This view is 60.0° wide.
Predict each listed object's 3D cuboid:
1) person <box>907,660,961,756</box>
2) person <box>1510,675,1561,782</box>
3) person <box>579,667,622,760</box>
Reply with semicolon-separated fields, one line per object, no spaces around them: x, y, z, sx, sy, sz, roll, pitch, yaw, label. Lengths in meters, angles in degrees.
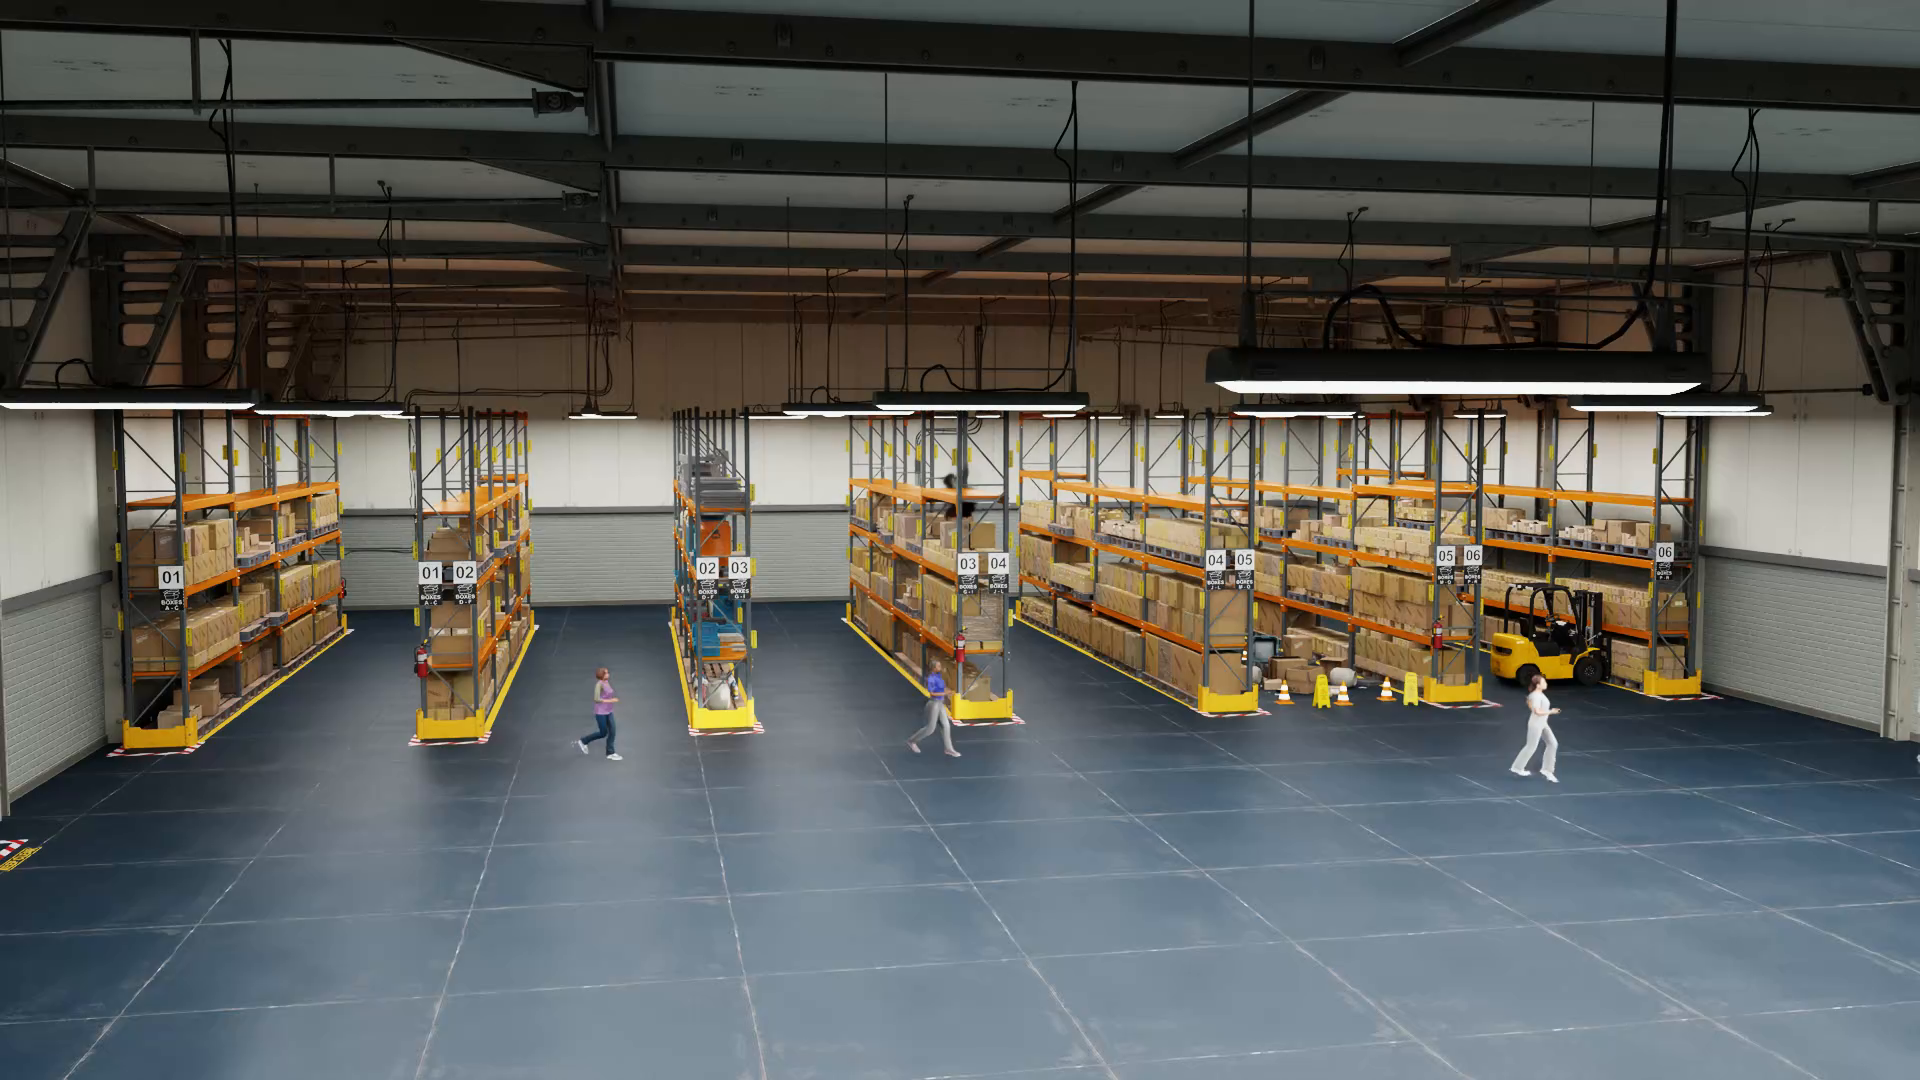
-0.414;2.858;28.368;0.891;1.640;0.594;1;4;19;person
9.197;3.006;26.537;0.765;1.727;0.547;2;5;31;person
-6.070;2.937;28.125;0.763;1.545;0.541;1;4;11;person
